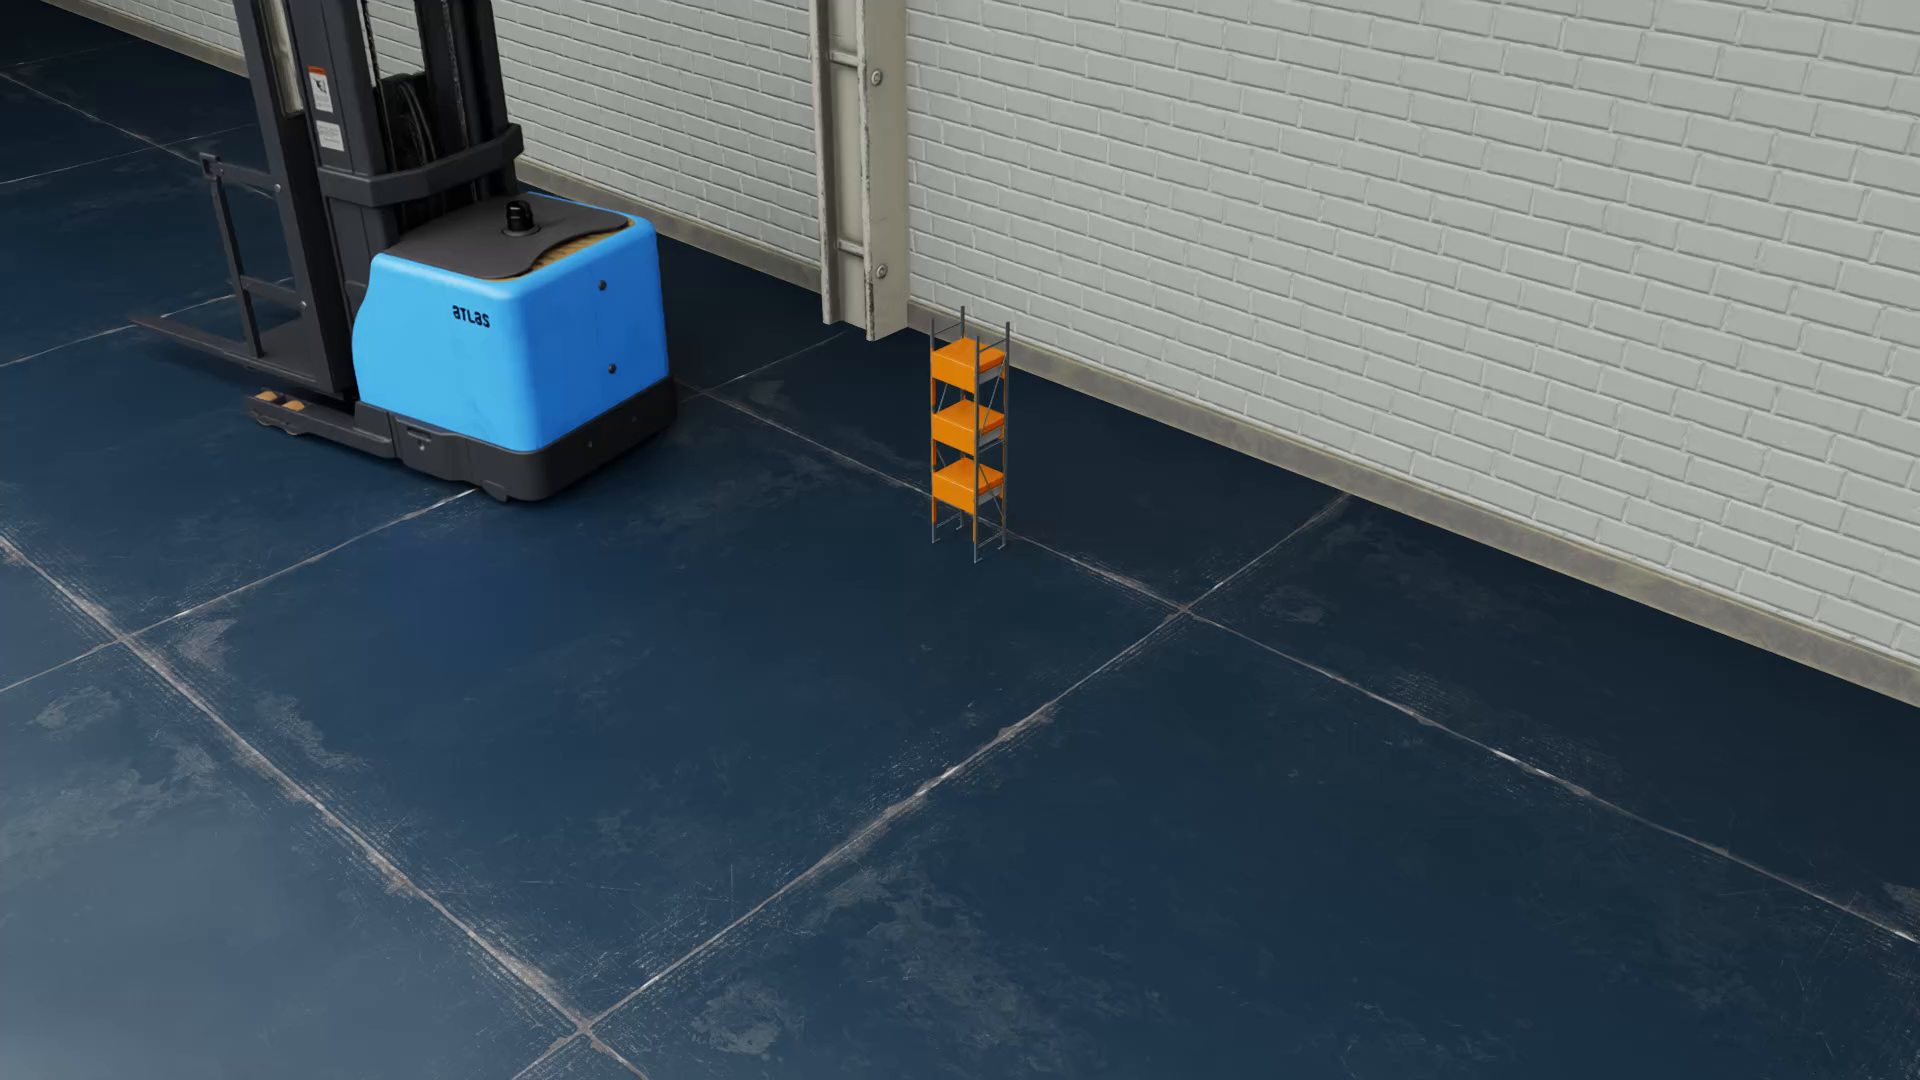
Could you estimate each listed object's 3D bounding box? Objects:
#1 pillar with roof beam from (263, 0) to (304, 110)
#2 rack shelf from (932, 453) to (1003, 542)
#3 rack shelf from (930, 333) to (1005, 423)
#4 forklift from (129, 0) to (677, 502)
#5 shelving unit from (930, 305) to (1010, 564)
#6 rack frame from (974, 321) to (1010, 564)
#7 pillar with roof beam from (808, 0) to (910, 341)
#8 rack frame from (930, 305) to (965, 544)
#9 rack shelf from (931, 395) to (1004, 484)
[{"bbox_3d":[-7.855,-5.492,7.647,0.400,9.000,9.100,25,39,35],"label":"pillar with roof beam"},{"bbox_3d":[0.040,-0.184,7.097,0.240,0.259,0.215,25,39,35],"label":"rack shelf"},{"bbox_3d":[0.040,-0.665,6.808,0.240,0.259,0.215,25,39,35],"label":"rack shelf"},{"bbox_3d":[-2.908,-1.980,7.698,3.031,2.935,1.130,17,35,26],"label":"forklift"},{"bbox_3d":[0.040,-0.431,6.948,0.252,1.050,0.215,25,39,35],"label":"shelving unit"},{"bbox_3d":[0.130,-0.389,6.878,0.008,1.050,0.200,25,39,35],"label":"rack frame"},{"bbox_3d":[-3.407,-3.415,4.198,0.400,9.000,9.100,25,39,35],"label":"pillar with roof beam"},{"bbox_3d":[-0.051,-0.473,7.019,0.008,1.050,0.200,25,39,35],"label":"rack frame"},{"bbox_3d":[0.040,-0.422,6.954,0.240,0.259,0.215,25,39,35],"label":"rack shelf"}]
